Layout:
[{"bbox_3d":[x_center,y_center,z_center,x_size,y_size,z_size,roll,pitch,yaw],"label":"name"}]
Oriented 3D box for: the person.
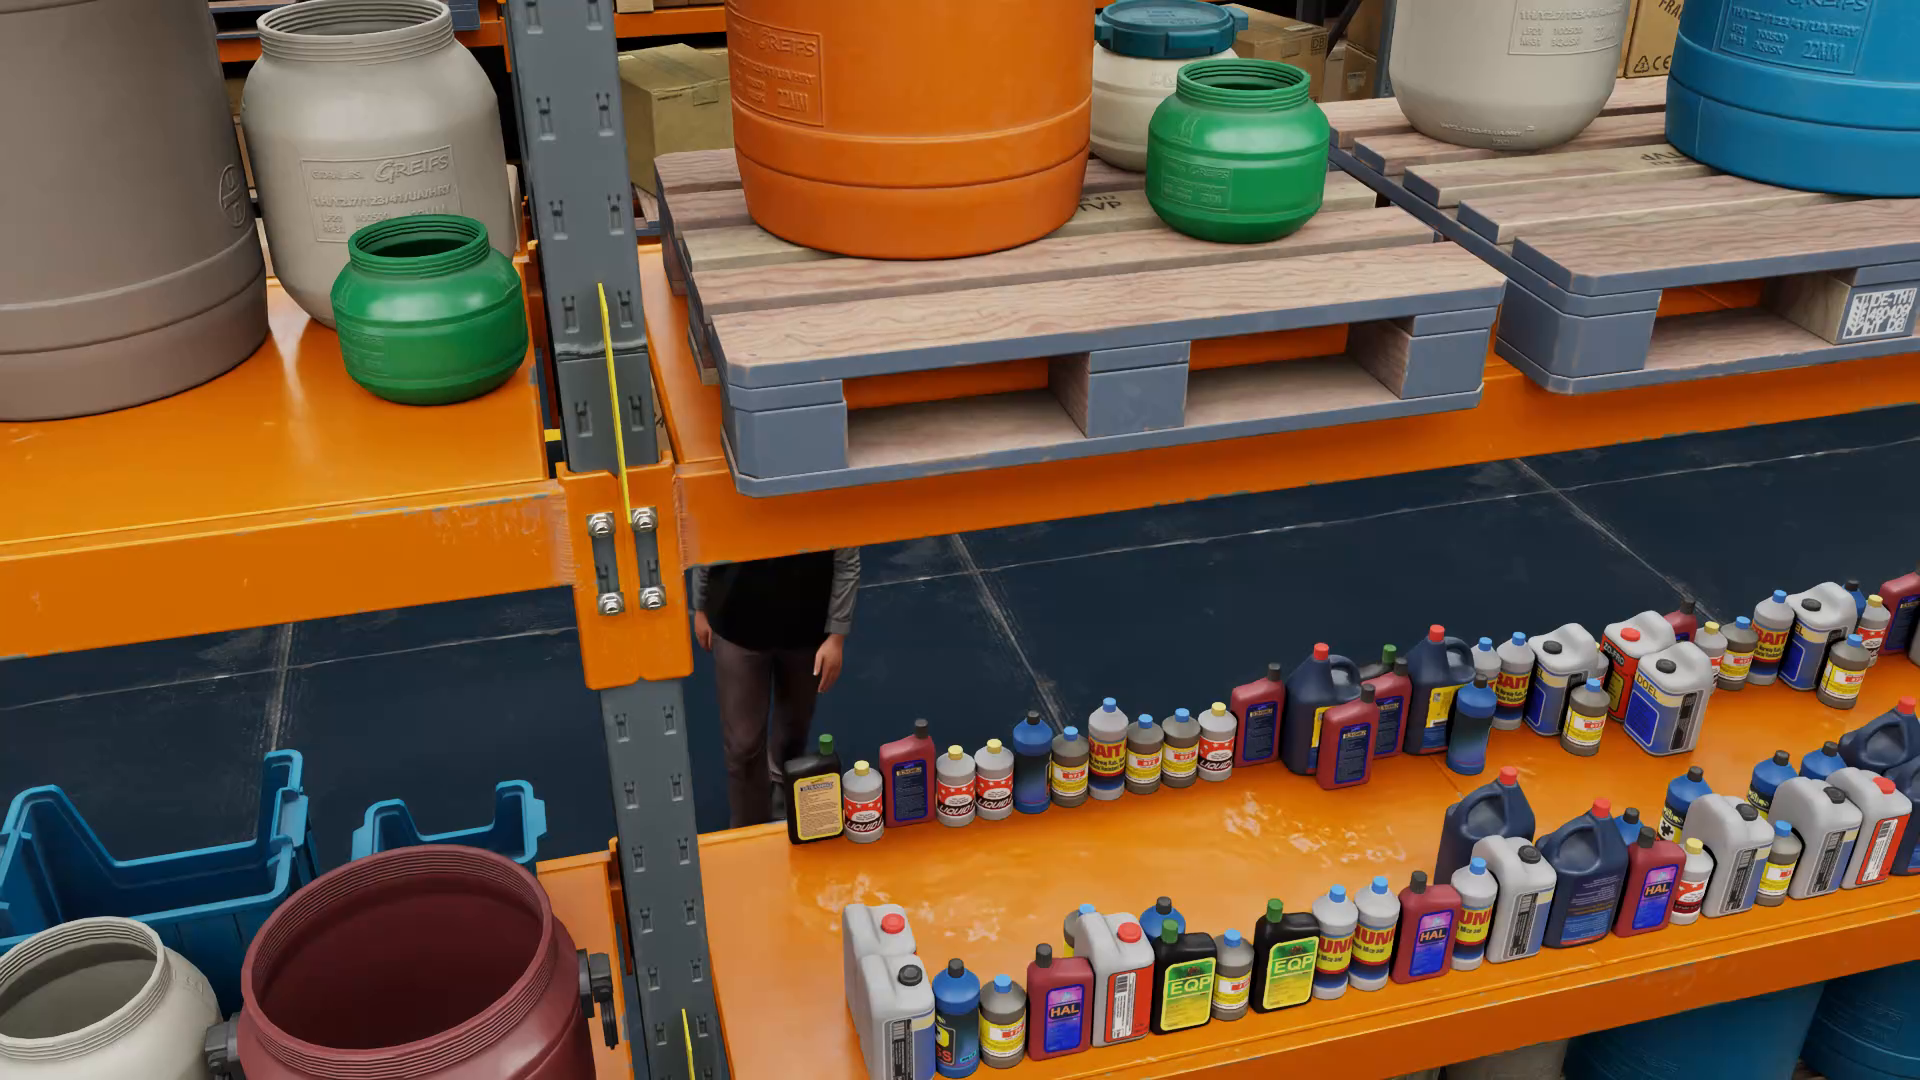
[{"bbox_3d":[-0.599,0.349,5.519,0.565,1.700,0.799,-4,30,-7],"label":"person"}]
